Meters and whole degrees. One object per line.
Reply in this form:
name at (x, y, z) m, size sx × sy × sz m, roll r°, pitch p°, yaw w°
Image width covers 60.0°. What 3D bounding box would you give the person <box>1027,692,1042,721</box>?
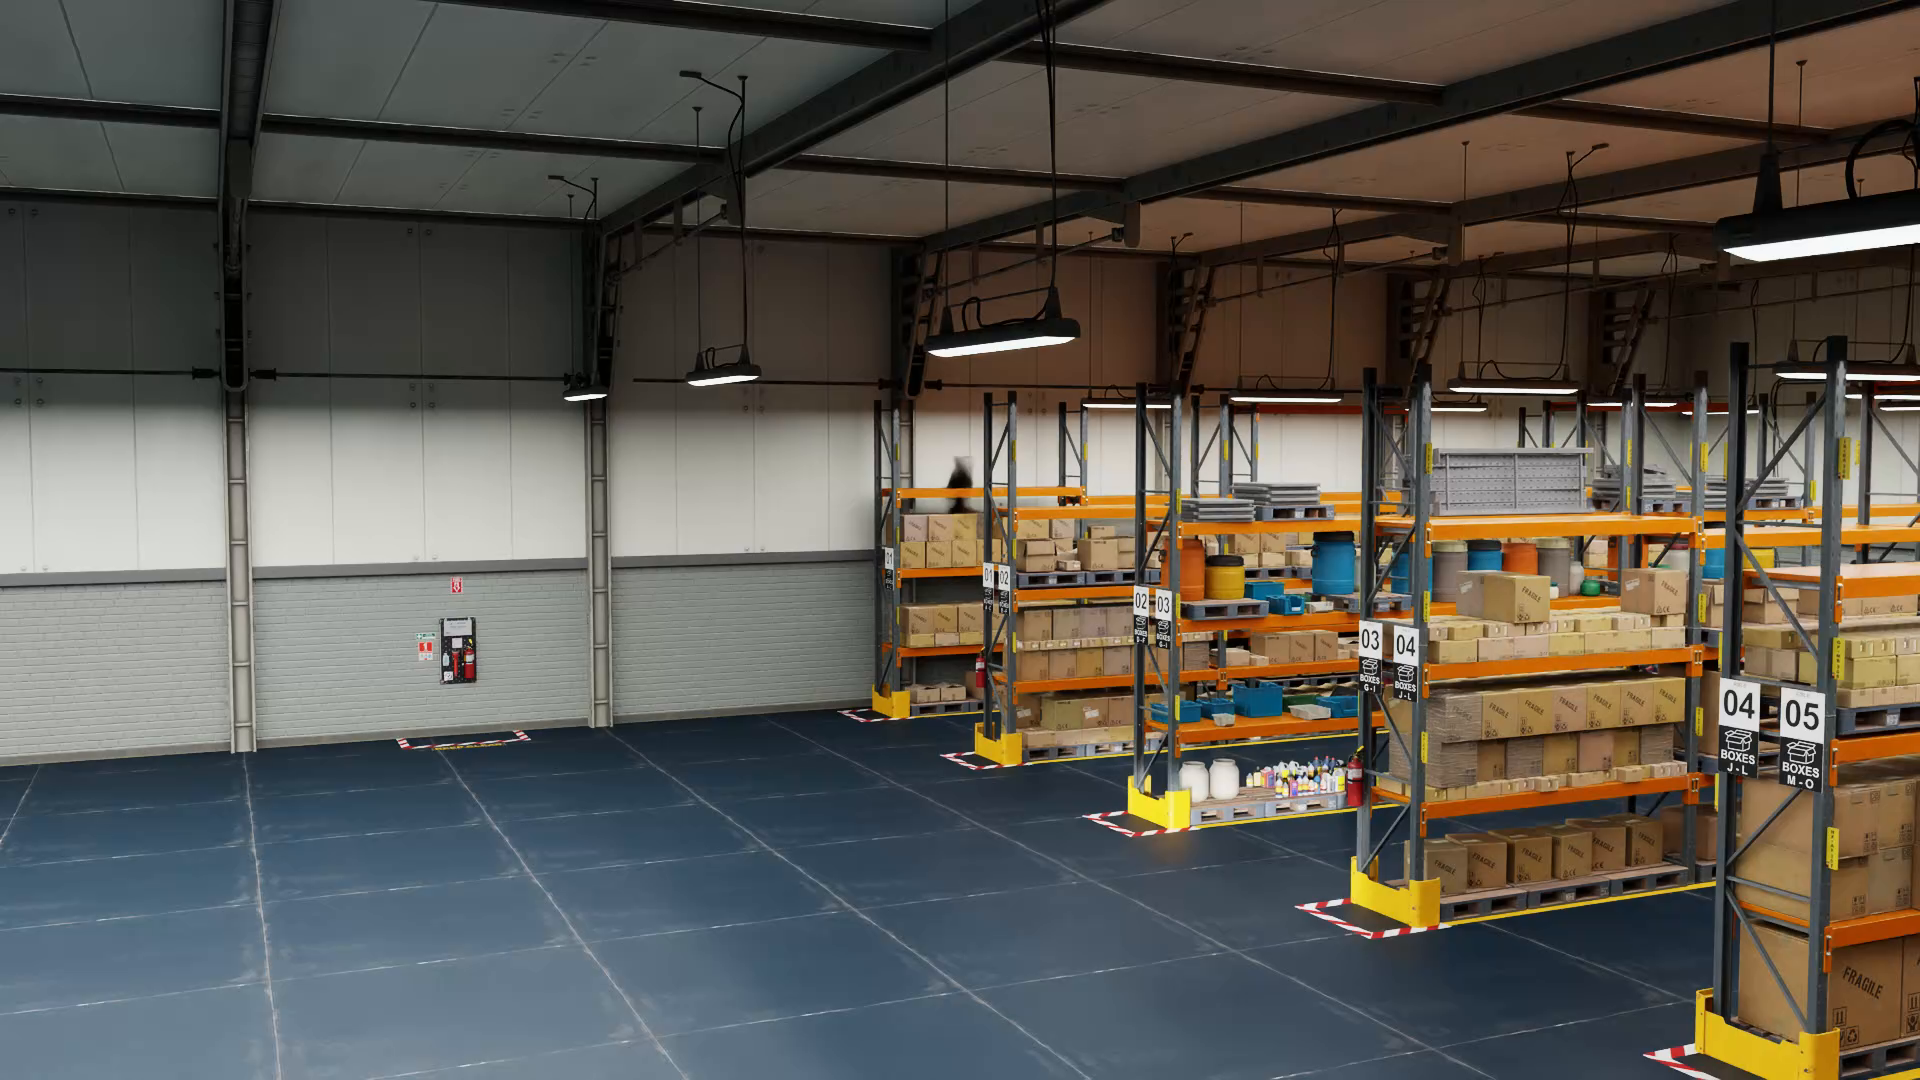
person at (1.110, 2.642, 29.291) m, size 0.858 × 1.602 × 0.524 m, roll -2°, pitch 4°, yaw -33°
